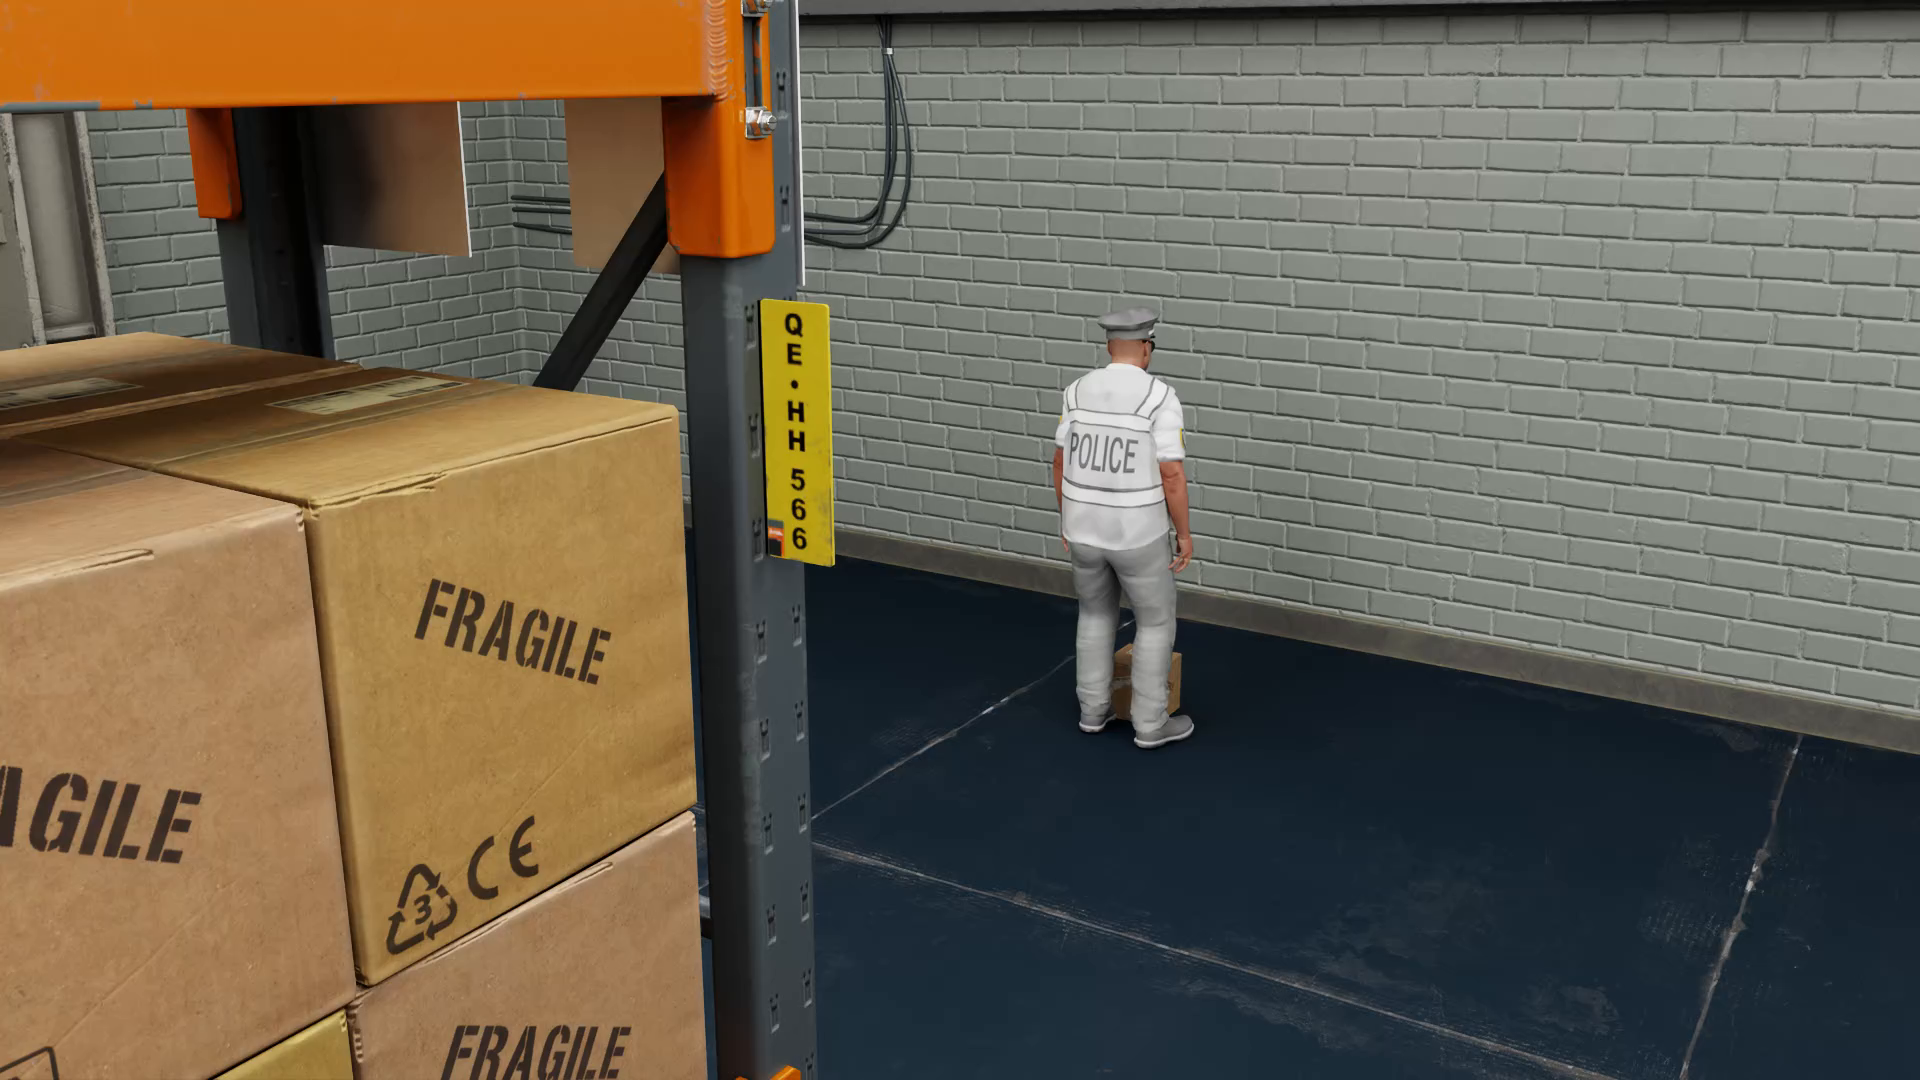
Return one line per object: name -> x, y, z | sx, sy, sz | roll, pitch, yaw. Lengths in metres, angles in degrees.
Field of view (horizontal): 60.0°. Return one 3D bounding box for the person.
person -> 0.650, -0.043, 6.667 | 0.587, 1.748, 0.467 | 10, 19, 31
